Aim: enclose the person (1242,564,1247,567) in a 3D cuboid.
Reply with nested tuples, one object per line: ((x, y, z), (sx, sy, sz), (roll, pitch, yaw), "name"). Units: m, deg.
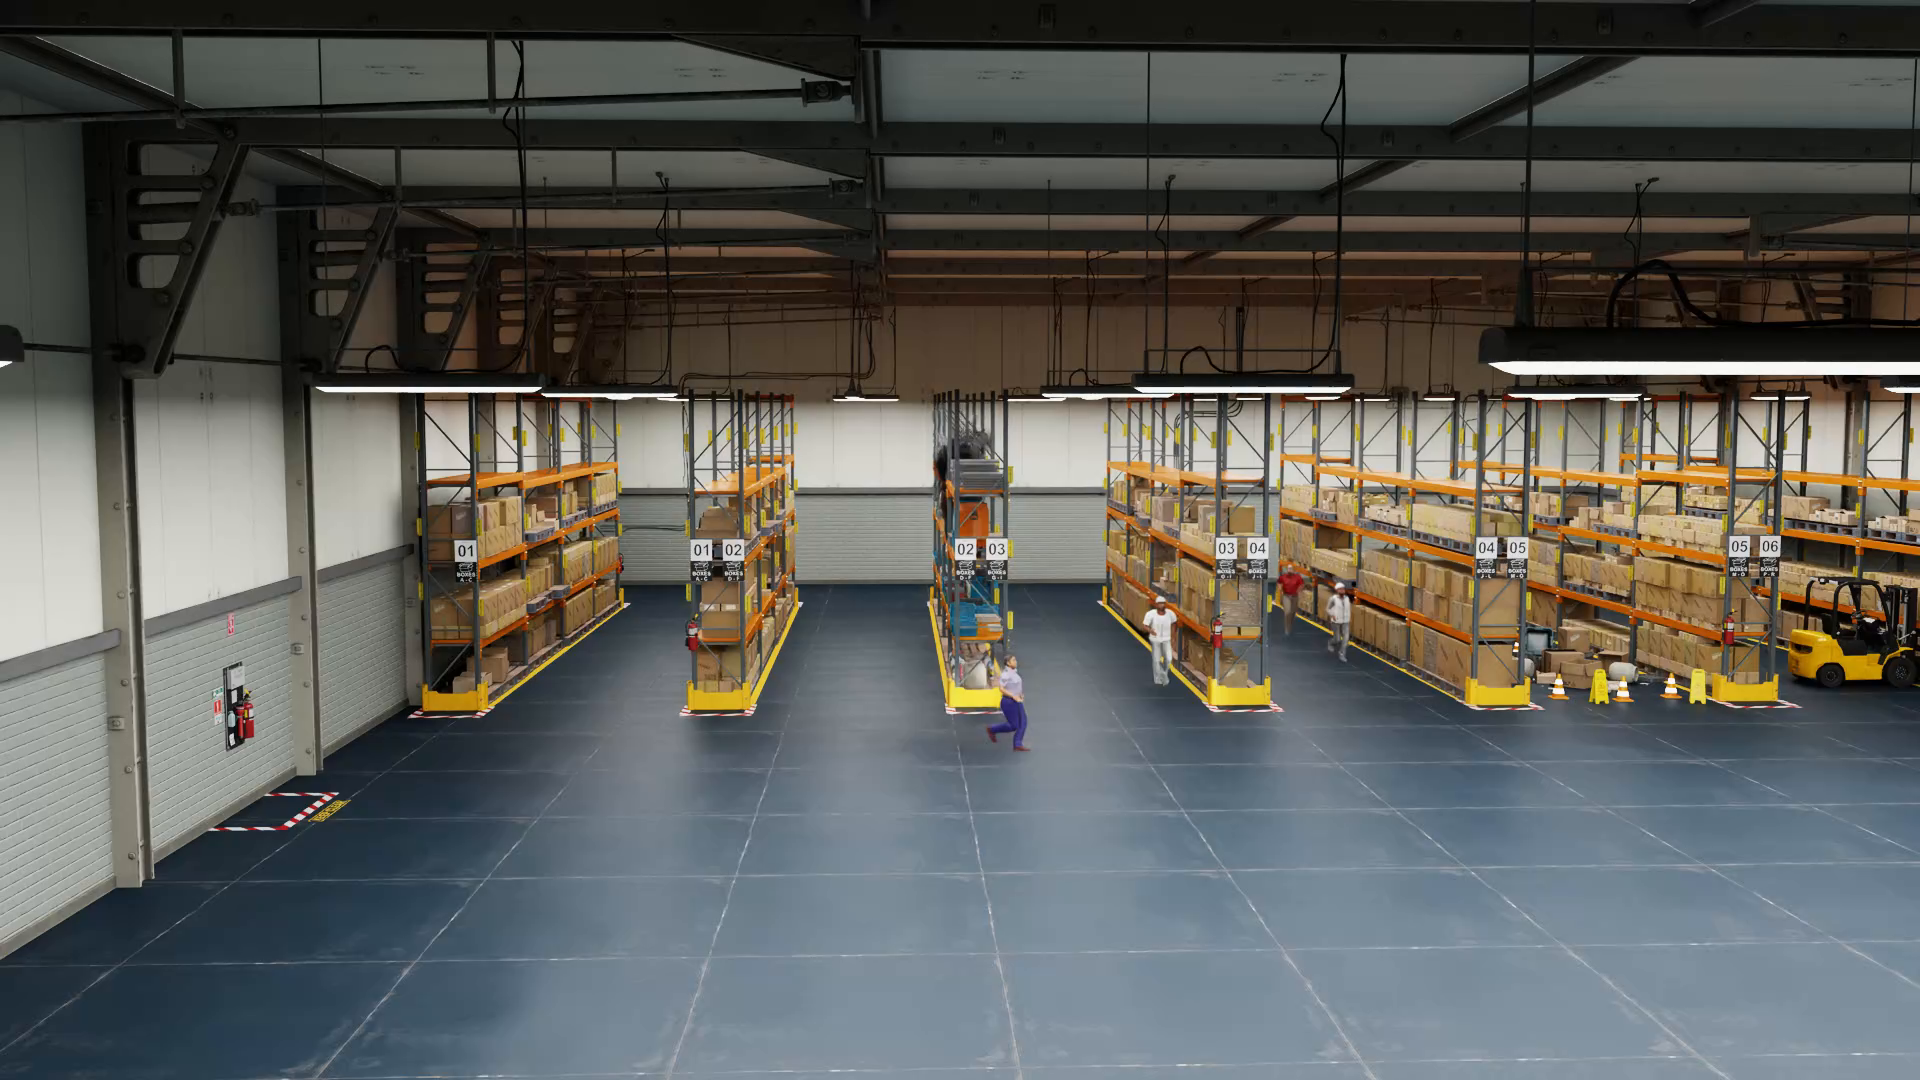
((7.900, 1.170, 45.910), (0.596, 1.633, 0.797), (0, 5, -3), "person")

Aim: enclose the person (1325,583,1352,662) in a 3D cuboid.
((8.516, 1.826, 37.314), (0.663, 1.750, 0.756), (-1, 5, -11), "person")

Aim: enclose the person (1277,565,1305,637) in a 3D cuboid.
((8.245, 1.484, 41.433), (0.655, 1.772, 0.834), (0, 5, 1), "person")

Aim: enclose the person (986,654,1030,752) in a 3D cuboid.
((0.818, 2.691, 27.446), (0.734, 1.598, 0.607), (2, 5, 20), "person")

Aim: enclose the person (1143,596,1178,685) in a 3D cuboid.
((3.892, 1.950, 32.167), (0.717, 1.738, 0.683), (0, 5, -3), "person")
